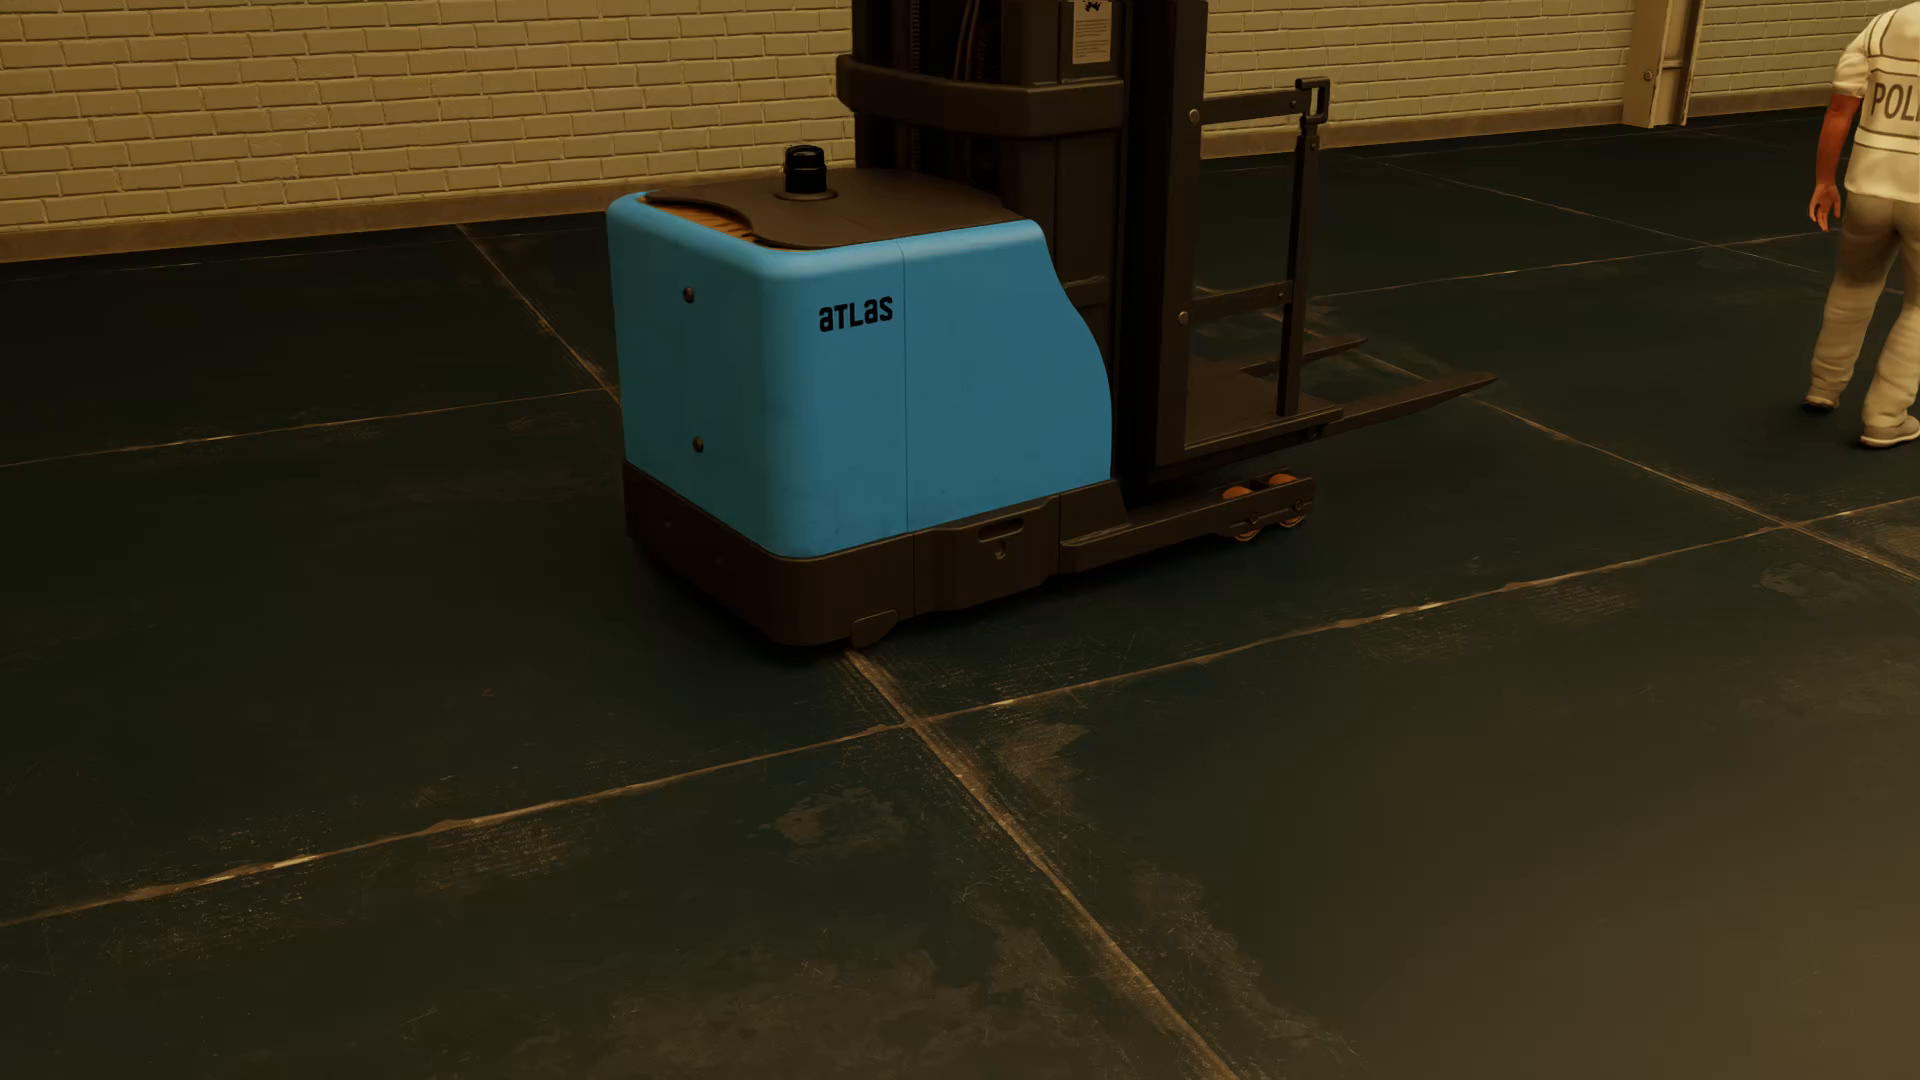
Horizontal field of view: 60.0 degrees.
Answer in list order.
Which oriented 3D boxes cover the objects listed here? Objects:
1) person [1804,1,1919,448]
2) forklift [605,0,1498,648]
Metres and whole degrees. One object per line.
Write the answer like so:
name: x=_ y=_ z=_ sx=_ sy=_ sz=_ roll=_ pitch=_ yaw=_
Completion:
person: x=3.342 y=-1.193 z=5.792 sx=0.534 sy=1.813 sz=0.627 roll=-17 pitch=28 yaw=-36
forklift: x=0.497 y=-1.499 z=4.894 sx=3.031 sy=2.935 sz=1.130 roll=-15 pitch=27 yaw=-32
